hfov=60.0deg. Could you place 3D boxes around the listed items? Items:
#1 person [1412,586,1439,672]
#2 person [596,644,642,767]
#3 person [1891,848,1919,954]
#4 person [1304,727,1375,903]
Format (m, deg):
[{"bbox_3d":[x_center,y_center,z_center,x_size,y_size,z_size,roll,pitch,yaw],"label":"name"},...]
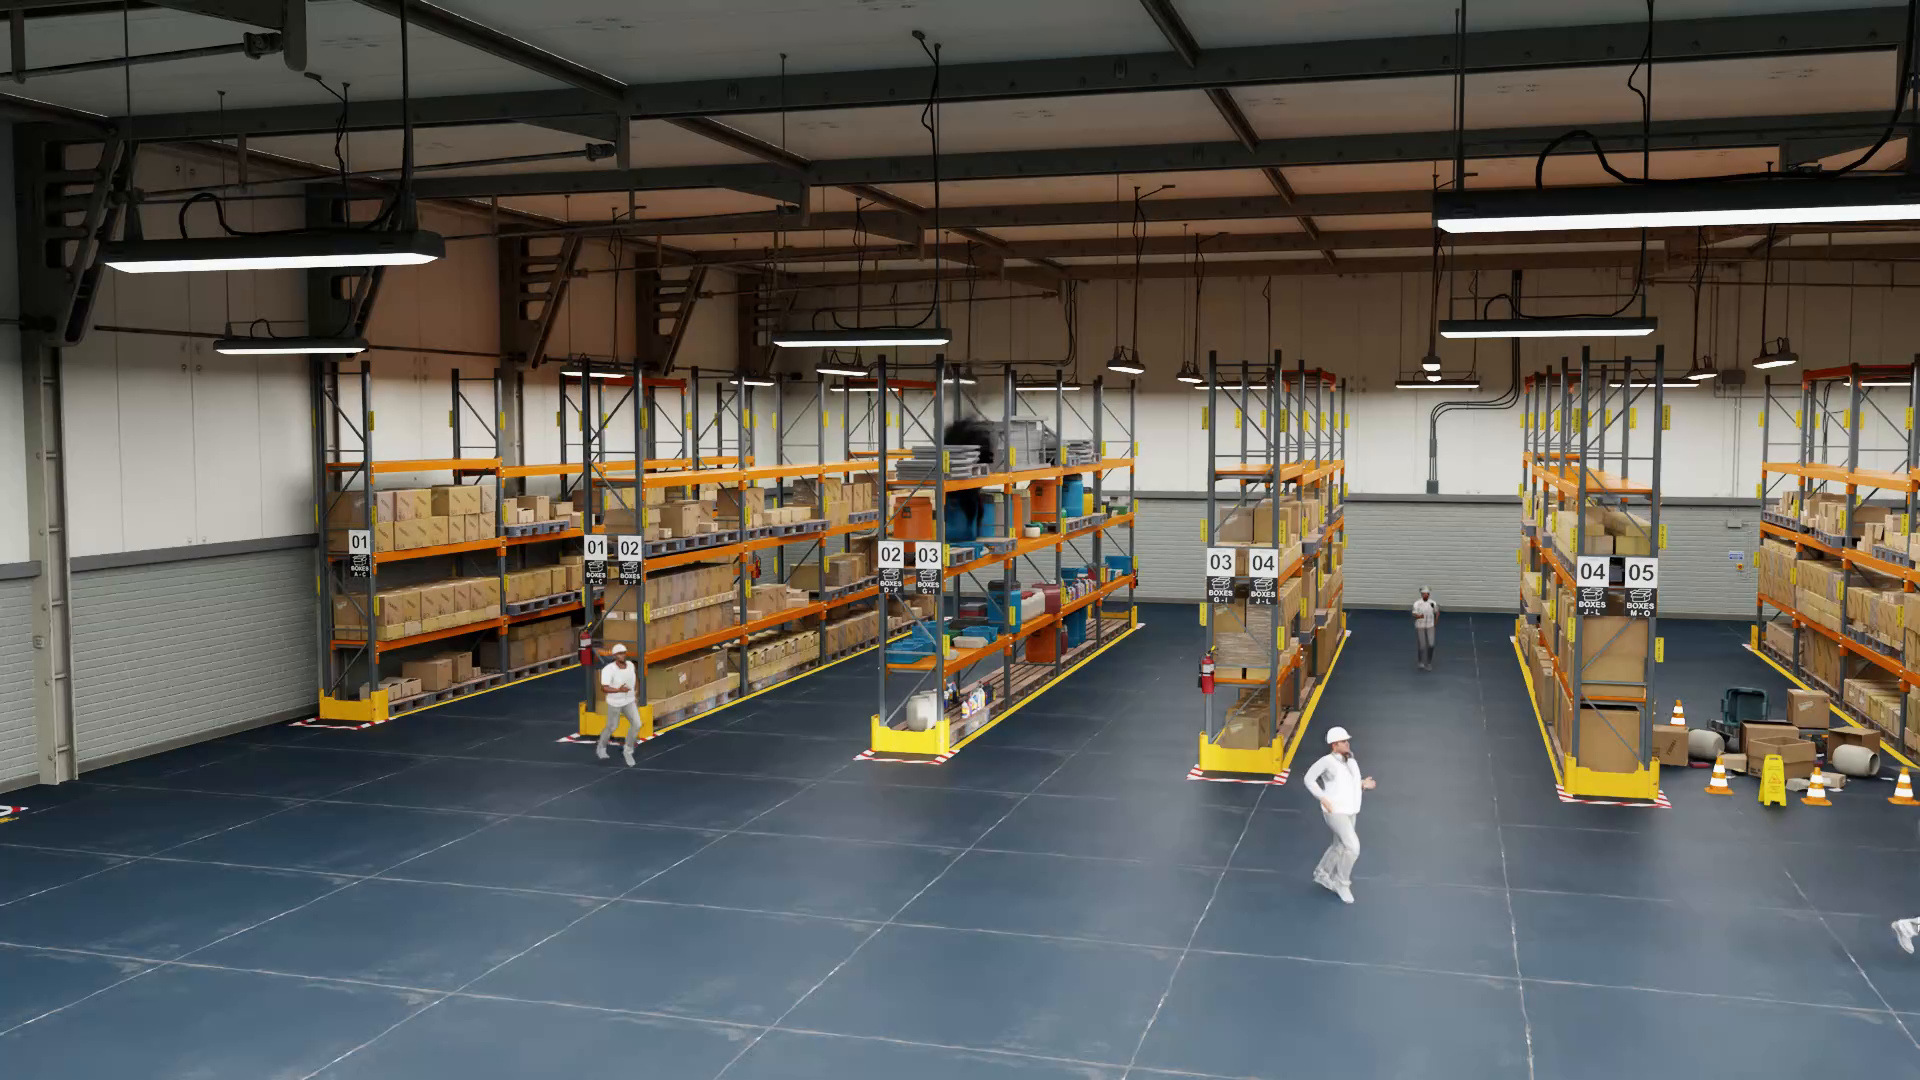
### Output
[{"bbox_3d":[9.338,1.787,33.312,0.555,1.727,0.660,1,4,9],"label":"person"},{"bbox_3d":[-4.937,2.396,24.223,0.713,1.796,0.885,-4,5,-42],"label":"person"},{"bbox_3d":[8.866,3.060,15.044,0.656,1.749,0.704,-4,6,-44],"label":"person"},{"bbox_3d":[4.006,2.878,17.454,0.637,1.824,0.715,-4,6,-45],"label":"person"}]
